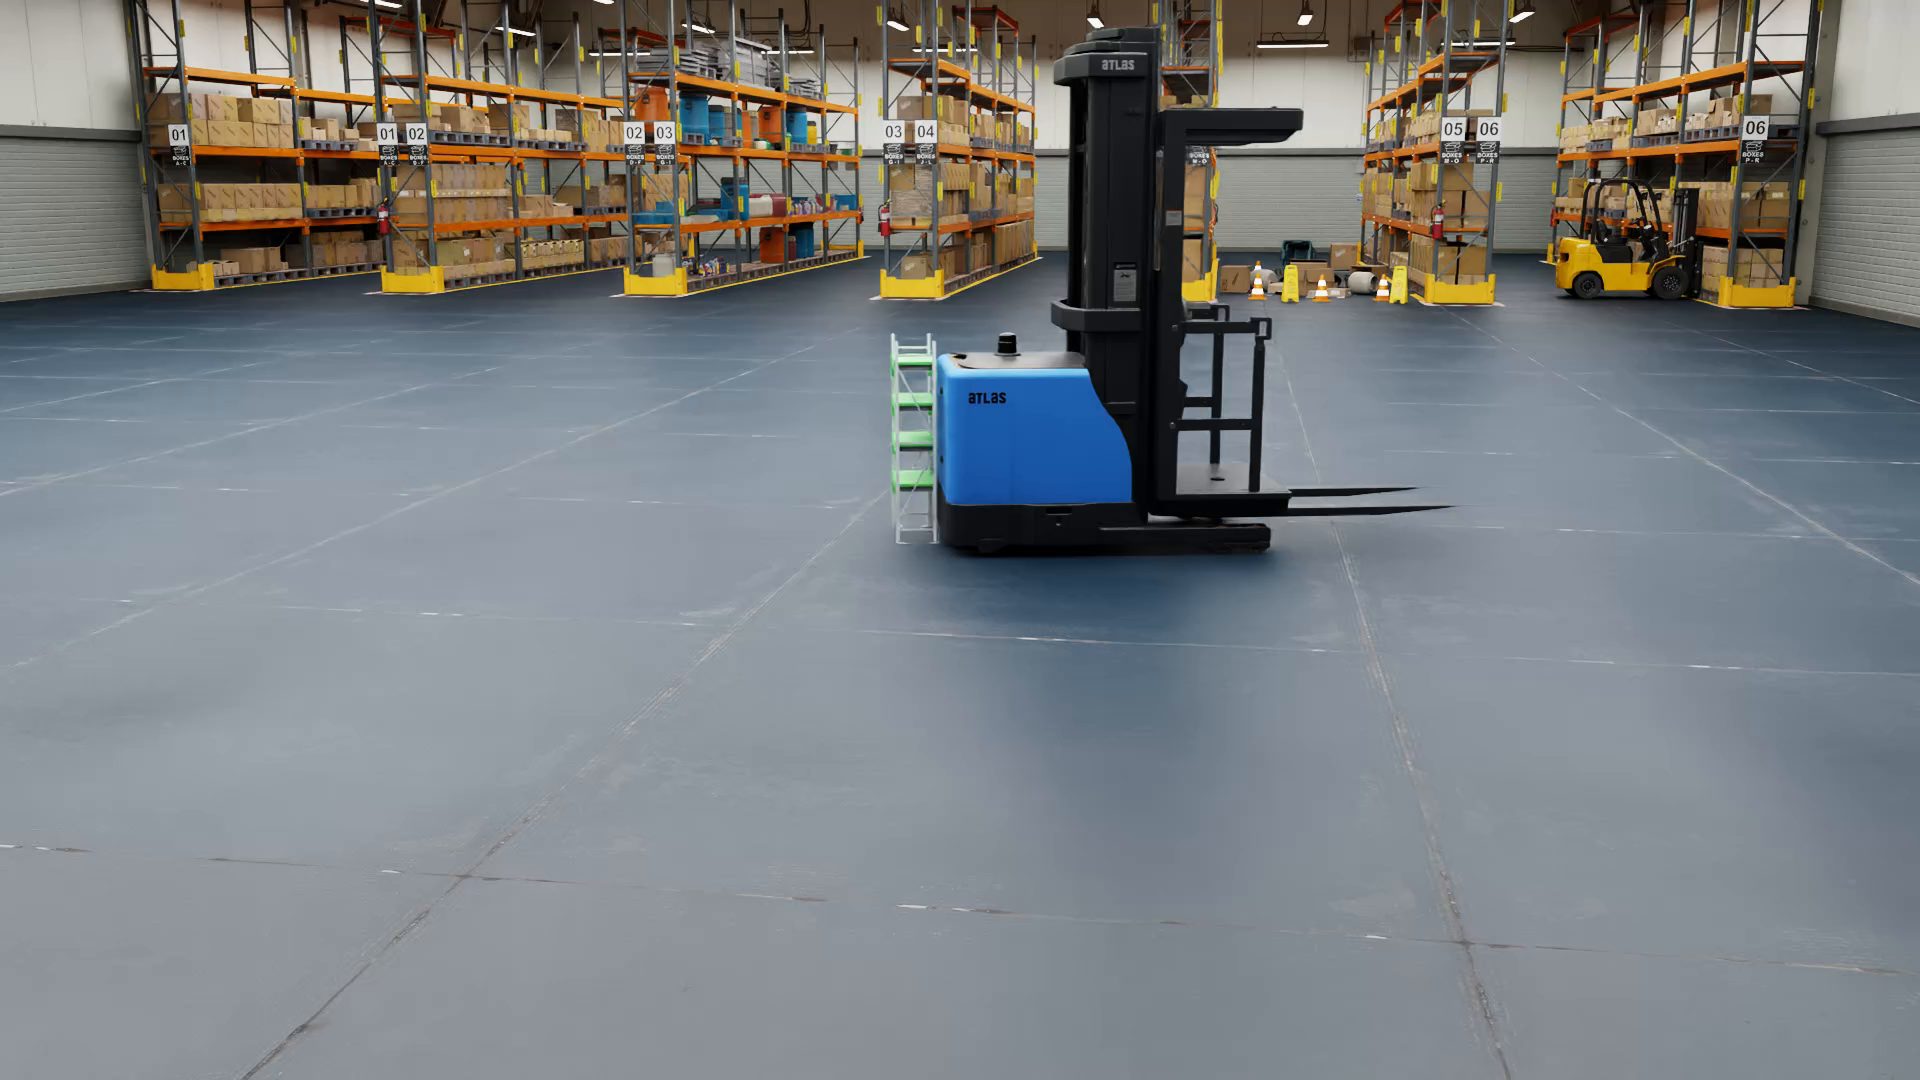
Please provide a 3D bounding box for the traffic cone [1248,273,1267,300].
[{"bbox_3d":[5.464,-4.653,30.486,0.336,0.463,0.334,2,12,9],"label":"traffic cone"}]

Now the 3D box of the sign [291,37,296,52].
[{"bbox_3d":[-14.441,-10.731,36.022,0.100,0.325,0.005,2,12,9],"label":"sign"}]

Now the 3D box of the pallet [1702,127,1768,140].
[{"bbox_3d":[14.111,-7.353,30.084,1.003,0.211,1.213,2,12,9],"label":"pallet"}]

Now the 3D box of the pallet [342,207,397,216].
[{"bbox_3d":[-14.364,-7.912,40.040,1.213,0.211,1.003,2,12,9],"label":"pallet"}]

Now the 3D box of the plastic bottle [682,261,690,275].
[{"bbox_3d":[-5.664,-5.605,34.303,0.152,0.276,0.135,2,12,9],"label":"plastic bottle"}]

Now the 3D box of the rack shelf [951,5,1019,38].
[{"bbox_3d":[0.632,-12.298,39.516,1.077,0.370,4.000,2,12,9],"label":"rack shelf"}]

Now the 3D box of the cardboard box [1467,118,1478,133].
[{"bbox_3d":[9.226,-7.324,29.387,0.500,0.250,0.500,2,12,8],"label":"cardboard box"}]

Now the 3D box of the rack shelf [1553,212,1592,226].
[{"bbox_3d":[15.944,-8.092,42.129,1.077,0.370,4.000,2,12,9],"label":"rack shelf"}]

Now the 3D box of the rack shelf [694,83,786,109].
[{"bbox_3d":[-4.878,-9.805,36.789,1.077,0.370,4.000,2,12,9],"label":"rack shelf"}]

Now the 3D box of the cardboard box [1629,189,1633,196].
[{"bbox_3d":[14.681,-7.504,35.915,0.380,0.149,0.250,2,12,10],"label":"cardboard box"}]

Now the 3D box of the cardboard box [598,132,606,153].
[{"bbox_3d":[-9.272,-9.819,41.078,0.910,0.500,0.500,2,12,9],"label":"cardboard box"}]

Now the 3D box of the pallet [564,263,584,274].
[{"bbox_3d":[-9.629,-6.464,39.488,1.003,0.211,1.213,2,12,9],"label":"pallet"}]

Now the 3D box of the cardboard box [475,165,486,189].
[{"bbox_3d":[-10.295,-7.546,34.571,0.700,0.500,0.500,2,12,9],"label":"cardboard box"}]

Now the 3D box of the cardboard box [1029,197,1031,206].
[{"bbox_3d":[1.663,-9.198,45.204,0.500,0.250,0.500,2,12,8],"label":"cardboard box"}]

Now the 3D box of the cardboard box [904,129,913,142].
[{"bbox_3d":[-1.083,-7.512,30.966,0.500,0.250,0.500,2,12,10],"label":"cardboard box"}]

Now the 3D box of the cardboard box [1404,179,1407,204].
[{"bbox_3d":[9.506,-7.236,34.508,0.500,0.500,0.500,2,12,11],"label":"cardboard box"}]

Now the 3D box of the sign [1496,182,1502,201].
[{"bbox_3d":[9.422,-6.095,29.100,0.100,0.325,0.005,2,12,9],"label":"sign"}]

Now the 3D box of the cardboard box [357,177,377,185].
[{"bbox_3d":[-14.546,-8.831,41.078,0.500,0.250,0.500,2,12,10],"label":"cardboard box"}]

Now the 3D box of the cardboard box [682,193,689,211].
[{"bbox_3d":[-8.033,-9.610,47.226,0.500,0.500,0.500,2,12,10],"label":"cardboard box"}]

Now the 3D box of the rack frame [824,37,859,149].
[{"bbox_3d":[-3.340,-12.434,46.330,1.000,3.000,0.127,2,12,9],"label":"rack frame"}]

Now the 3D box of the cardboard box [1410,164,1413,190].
[{"bbox_3d":[9.219,-7.120,32.597,0.700,0.500,0.500,2,12,8],"label":"cardboard box"}]

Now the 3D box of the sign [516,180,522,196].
[{"bbox_3d":[-9.530,-7.609,35.938,0.100,0.325,0.005,2,12,9],"label":"sign"}]

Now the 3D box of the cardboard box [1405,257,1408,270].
[{"bbox_3d":[9.579,-5.552,33.876,0.950,0.372,0.625,2,12,9],"label":"cardboard box"}]

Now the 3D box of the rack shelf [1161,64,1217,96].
[{"bbox_3d":[4.287,-8.631,31.337,1.077,0.370,4.000,2,12,9],"label":"rack shelf"}]

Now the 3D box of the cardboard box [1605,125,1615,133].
[{"bbox_3d":[14.978,-9.400,38.027,0.380,0.149,0.250,2,12,9],"label":"cardboard box"}]

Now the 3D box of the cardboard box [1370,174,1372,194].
[{"bbox_3d":[10.686,-9.044,42.227,0.500,0.500,0.500,2,12,9],"label":"cardboard box"}]

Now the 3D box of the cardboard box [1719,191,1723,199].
[{"bbox_3d":[13.727,-6.134,29.559,0.380,0.149,0.250,2,12,8],"label":"cardboard box"}]

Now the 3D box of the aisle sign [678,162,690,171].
[{"bbox_3d":[-7.920,-10.938,47.456,0.394,0.787,0.004,2,12,9],"label":"aisle sign"}]

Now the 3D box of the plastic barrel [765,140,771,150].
[{"bbox_3d":[-4.557,-9.174,38.689,0.294,0.245,0.294,0,12,0],"label":"plastic barrel"}]

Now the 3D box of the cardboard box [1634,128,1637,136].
[{"bbox_3d":[14.668,-8.738,35.620,0.380,0.166,0.250,2,12,9],"label":"cardboard box"}]

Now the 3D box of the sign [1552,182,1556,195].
[{"bbox_3d":[15.716,-9.301,43.975,0.100,0.325,0.005,2,12,9],"label":"sign"}]

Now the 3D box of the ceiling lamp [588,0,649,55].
[{"bbox_3d":[-10.221,-16.086,49.418,2.000,3.185,0.800,2,12,9],"label":"ceiling lamp"}]

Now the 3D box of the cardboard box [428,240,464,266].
[{"bbox_3d":[-10.317,-5.768,33.390,0.500,0.500,0.500,2,12,9],"label":"cardboard box"}]

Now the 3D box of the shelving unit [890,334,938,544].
[{"bbox_3d":[-0.279,-0.617,10.008,0.258,1.200,0.503,-1,12,-5],"label":"shelving unit"}]

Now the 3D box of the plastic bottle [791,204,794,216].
[{"bbox_3d":[-4.047,-7.982,40.186,0.061,0.283,0.133,2,12,9],"label":"plastic bottle"}]

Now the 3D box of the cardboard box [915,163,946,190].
[{"bbox_3d":[-0.552,-6.799,31.106,0.500,0.500,0.500,2,12,9],"label":"cardboard box"}]

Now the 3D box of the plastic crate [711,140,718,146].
[{"bbox_3d":[-5.033,-7.994,33.472,0.243,0.136,0.396,2,12,9],"label":"plastic crate"}]

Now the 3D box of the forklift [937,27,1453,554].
[{"bbox_3d":[1.391,-1.460,9.813,3.031,2.935,1.130,-1,12,-5],"label":"forklift"}]

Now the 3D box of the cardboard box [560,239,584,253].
[{"bbox_3d":[-9.301,-7.016,39.626,0.500,0.311,0.500,2,12,10],"label":"cardboard box"}]

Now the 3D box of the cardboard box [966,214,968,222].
[{"bbox_3d":[-0.034,-6.666,34.401,0.380,0.149,0.250,2,12,9],"label":"cardboard box"}]

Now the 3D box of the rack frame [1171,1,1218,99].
[{"bbox_3d":[5.209,-10.427,37.015,1.000,3.000,0.127,2,12,9],"label":"rack frame"}]

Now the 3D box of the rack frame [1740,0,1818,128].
[{"bbox_3d":[13.791,-8.462,27.898,1.000,3.000,0.127,2,12,9],"label":"rack frame"}]

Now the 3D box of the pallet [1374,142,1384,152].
[{"bbox_3d":[10.867,-9.780,41.346,1.003,0.211,1.213,2,12,9],"label":"pallet"}]

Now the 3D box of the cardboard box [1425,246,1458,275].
[{"bbox_3d":[8.751,-5.092,30.252,0.500,0.500,0.500,2,12,9],"label":"cardboard box"}]

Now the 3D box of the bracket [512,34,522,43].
[{"bbox_3d":[-13.281,-15.007,49.724,0.235,0.232,0.430,2,12,9],"label":"bracket"}]

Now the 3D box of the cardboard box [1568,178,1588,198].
[{"bbox_3d":[15.685,-8.901,42.044,0.500,0.500,0.500,2,12,10],"label":"cardboard box"}]

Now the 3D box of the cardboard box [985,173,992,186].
[{"bbox_3d":[0.453,-8.367,39.078,0.797,0.503,0.637,2,12,11],"label":"cardboard box"}]

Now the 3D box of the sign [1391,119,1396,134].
[{"bbox_3d":[9.569,-9.132,36.713,0.100,0.325,0.005,2,12,9],"label":"sign"}]

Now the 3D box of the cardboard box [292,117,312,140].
[{"bbox_3d":[-14.811,-9.156,37.006,0.500,0.500,0.500,4,13,17],"label":"cardboard box"}]

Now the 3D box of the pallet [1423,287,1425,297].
[{"bbox_3d":[9.057,-4.510,30.419,1.003,0.211,1.213,2,12,9],"label":"pallet"}]

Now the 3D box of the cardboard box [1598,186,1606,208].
[{"bbox_3d":[15.141,-7.917,38.375,0.700,0.500,0.500,2,12,8],"label":"cardboard box"}]
